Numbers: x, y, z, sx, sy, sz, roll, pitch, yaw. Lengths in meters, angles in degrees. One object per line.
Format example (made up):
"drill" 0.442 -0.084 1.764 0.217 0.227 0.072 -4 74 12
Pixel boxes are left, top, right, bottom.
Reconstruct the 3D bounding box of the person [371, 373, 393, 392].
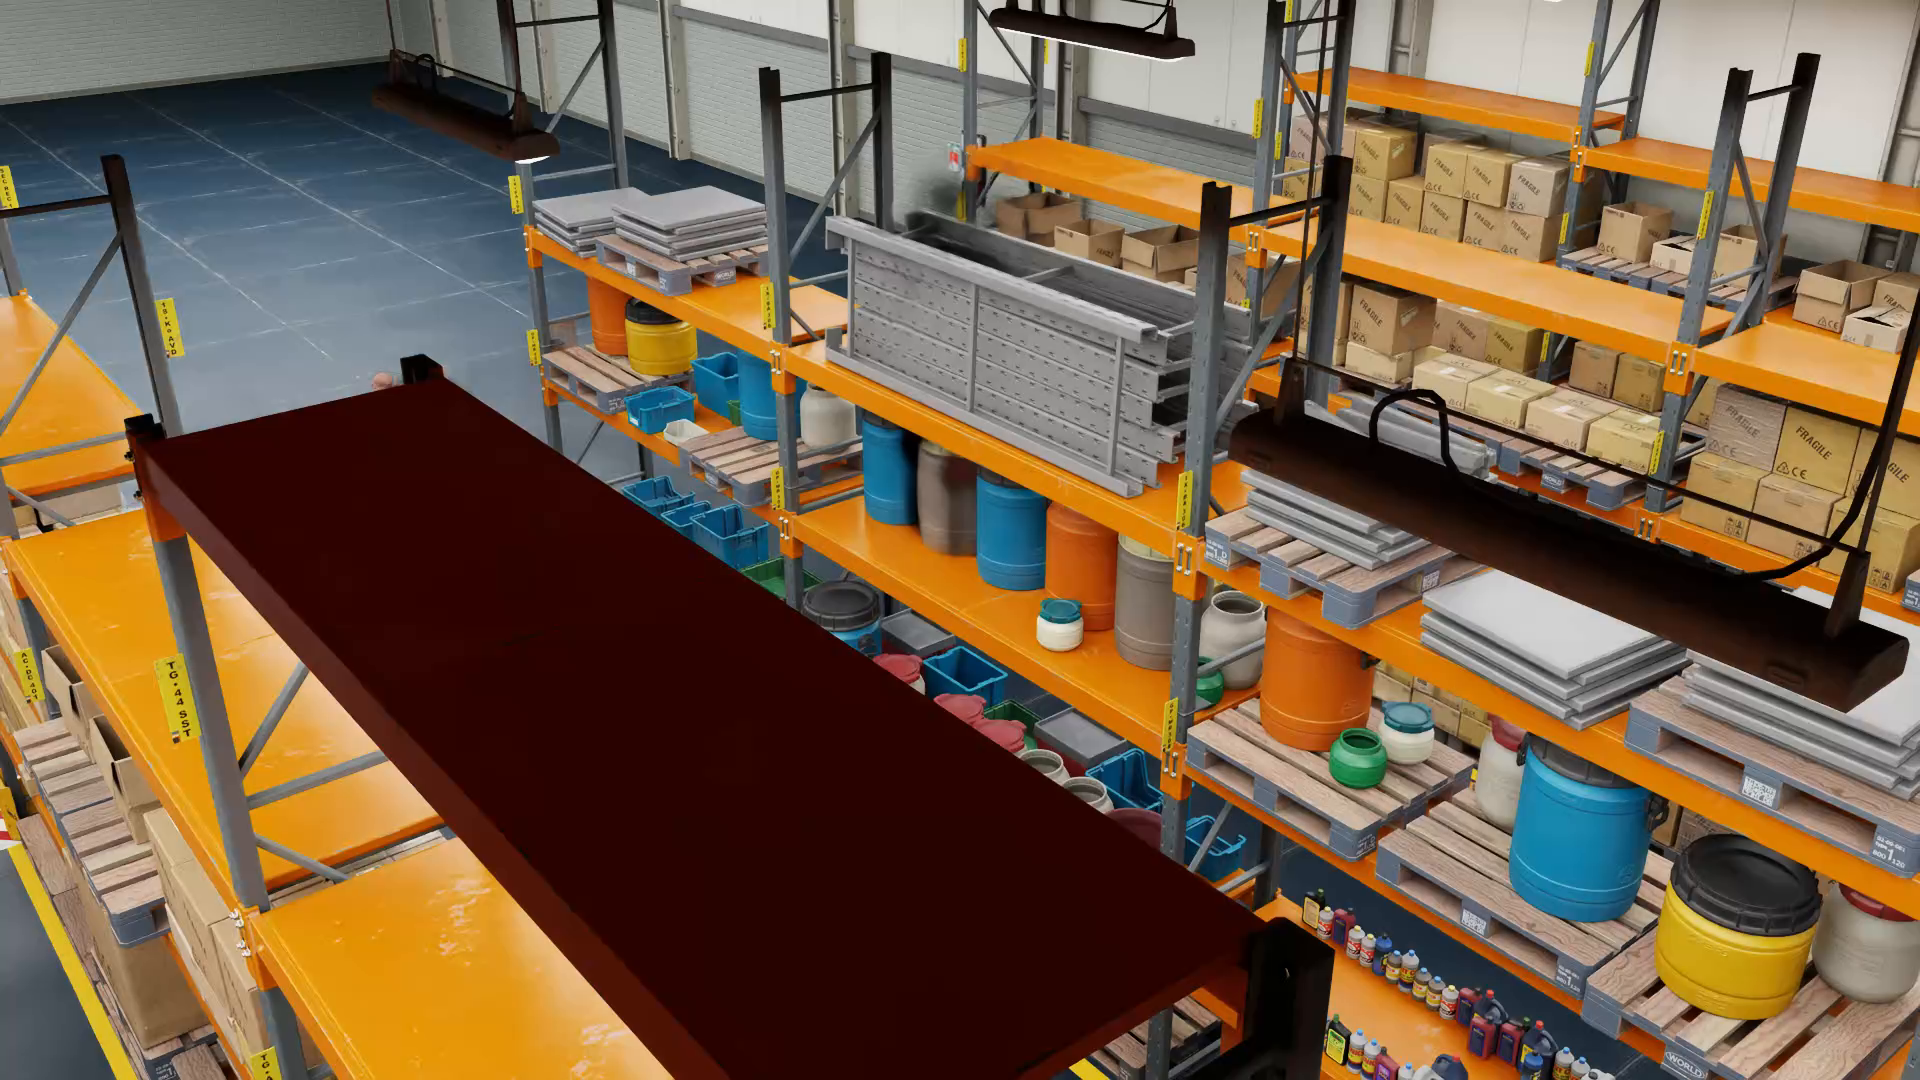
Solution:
"person" -6.324 -1.025 18.418 0.716 1.741 0.625 -10 28 -20
